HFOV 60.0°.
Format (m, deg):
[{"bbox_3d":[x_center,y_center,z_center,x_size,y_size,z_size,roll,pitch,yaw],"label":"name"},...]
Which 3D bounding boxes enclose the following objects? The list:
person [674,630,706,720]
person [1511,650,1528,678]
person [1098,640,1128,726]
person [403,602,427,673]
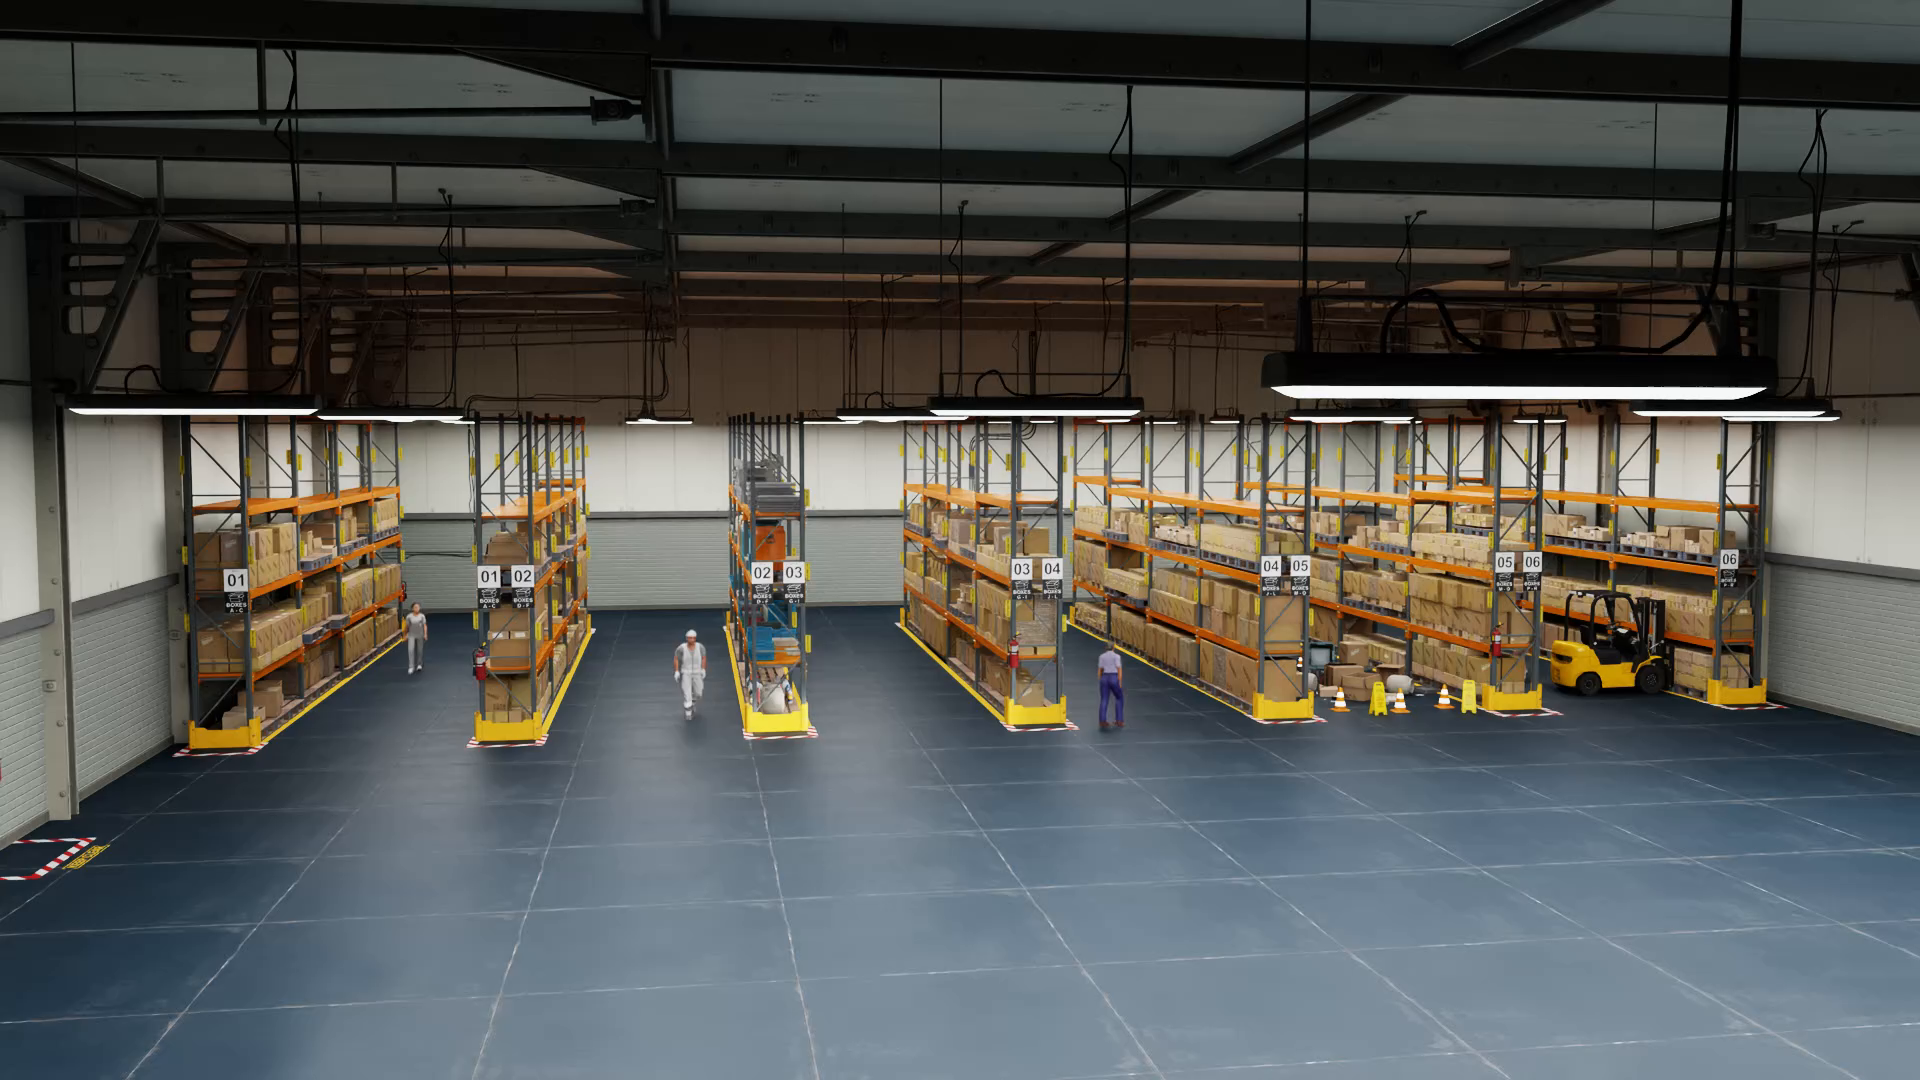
[{"bbox_3d":[-5.321,2.626,32.697,0.622,1.764,0.696,-2,4,-22],"label":"person"},{"bbox_3d":[12.822,2.364,37.921,0.531,1.572,0.737,-1,4,-12],"label":"person"},{"bbox_3d":[2.871,2.771,31.840,0.545,1.696,0.635,3,5,33],"label":"person"},{"bbox_3d":[-12.692,2.255,38.729,0.536,1.600,1.044,-1,4,-18],"label":"person"}]
